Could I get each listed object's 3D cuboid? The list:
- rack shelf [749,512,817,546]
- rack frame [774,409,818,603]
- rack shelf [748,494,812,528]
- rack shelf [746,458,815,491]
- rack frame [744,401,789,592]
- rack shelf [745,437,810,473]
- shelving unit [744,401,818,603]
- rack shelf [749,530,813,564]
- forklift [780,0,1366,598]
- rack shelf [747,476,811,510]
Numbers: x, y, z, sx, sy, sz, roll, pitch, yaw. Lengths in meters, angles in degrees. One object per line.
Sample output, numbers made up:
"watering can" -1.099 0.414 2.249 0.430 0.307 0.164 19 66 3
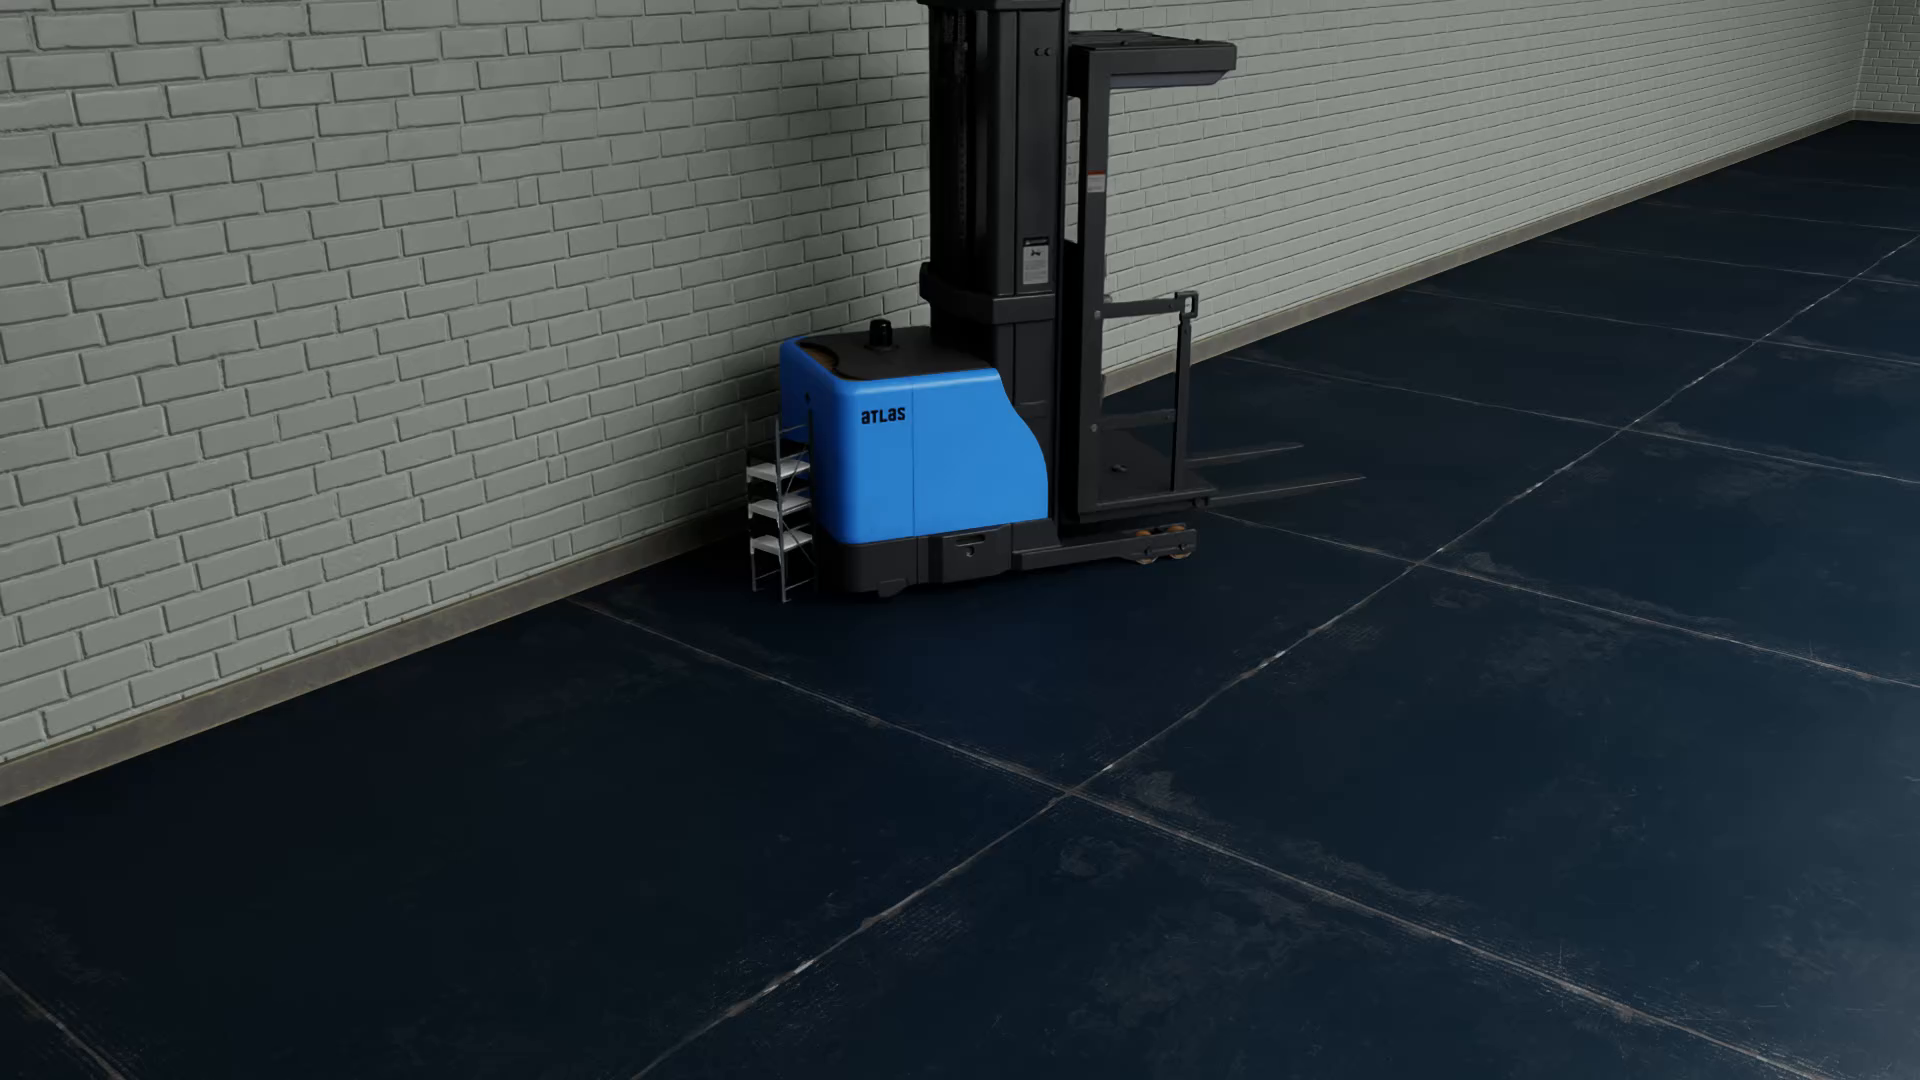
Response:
"rack shelf" -0.843 -0.063 7.909 0.200 0.077 0.258 17 26 37
"rack frame" -0.765 -0.155 7.805 0.006 0.900 0.240 17 26 37
"rack shelf" -0.843 -0.147 7.878 0.200 0.077 0.258 17 26 37
"rack shelf" -0.843 -0.316 7.814 0.200 0.077 0.258 17 26 37
"rack frame" -0.921 -0.201 7.927 0.006 0.900 0.240 17 26 37
"rack shelf" -0.843 -0.400 7.782 0.200 0.077 0.258 17 26 37
"shelving unit" -0.843 -0.178 7.866 0.210 0.900 0.258 17 26 37
"rack shelf" -0.843 0.021 7.941 0.200 0.077 0.258 17 26 37
"forklift" 0.657 -1.413 8.261 3.031 2.935 1.130 -8 22 -20
"rack shelf" -0.843 -0.231 7.846 0.200 0.077 0.258 17 26 37
